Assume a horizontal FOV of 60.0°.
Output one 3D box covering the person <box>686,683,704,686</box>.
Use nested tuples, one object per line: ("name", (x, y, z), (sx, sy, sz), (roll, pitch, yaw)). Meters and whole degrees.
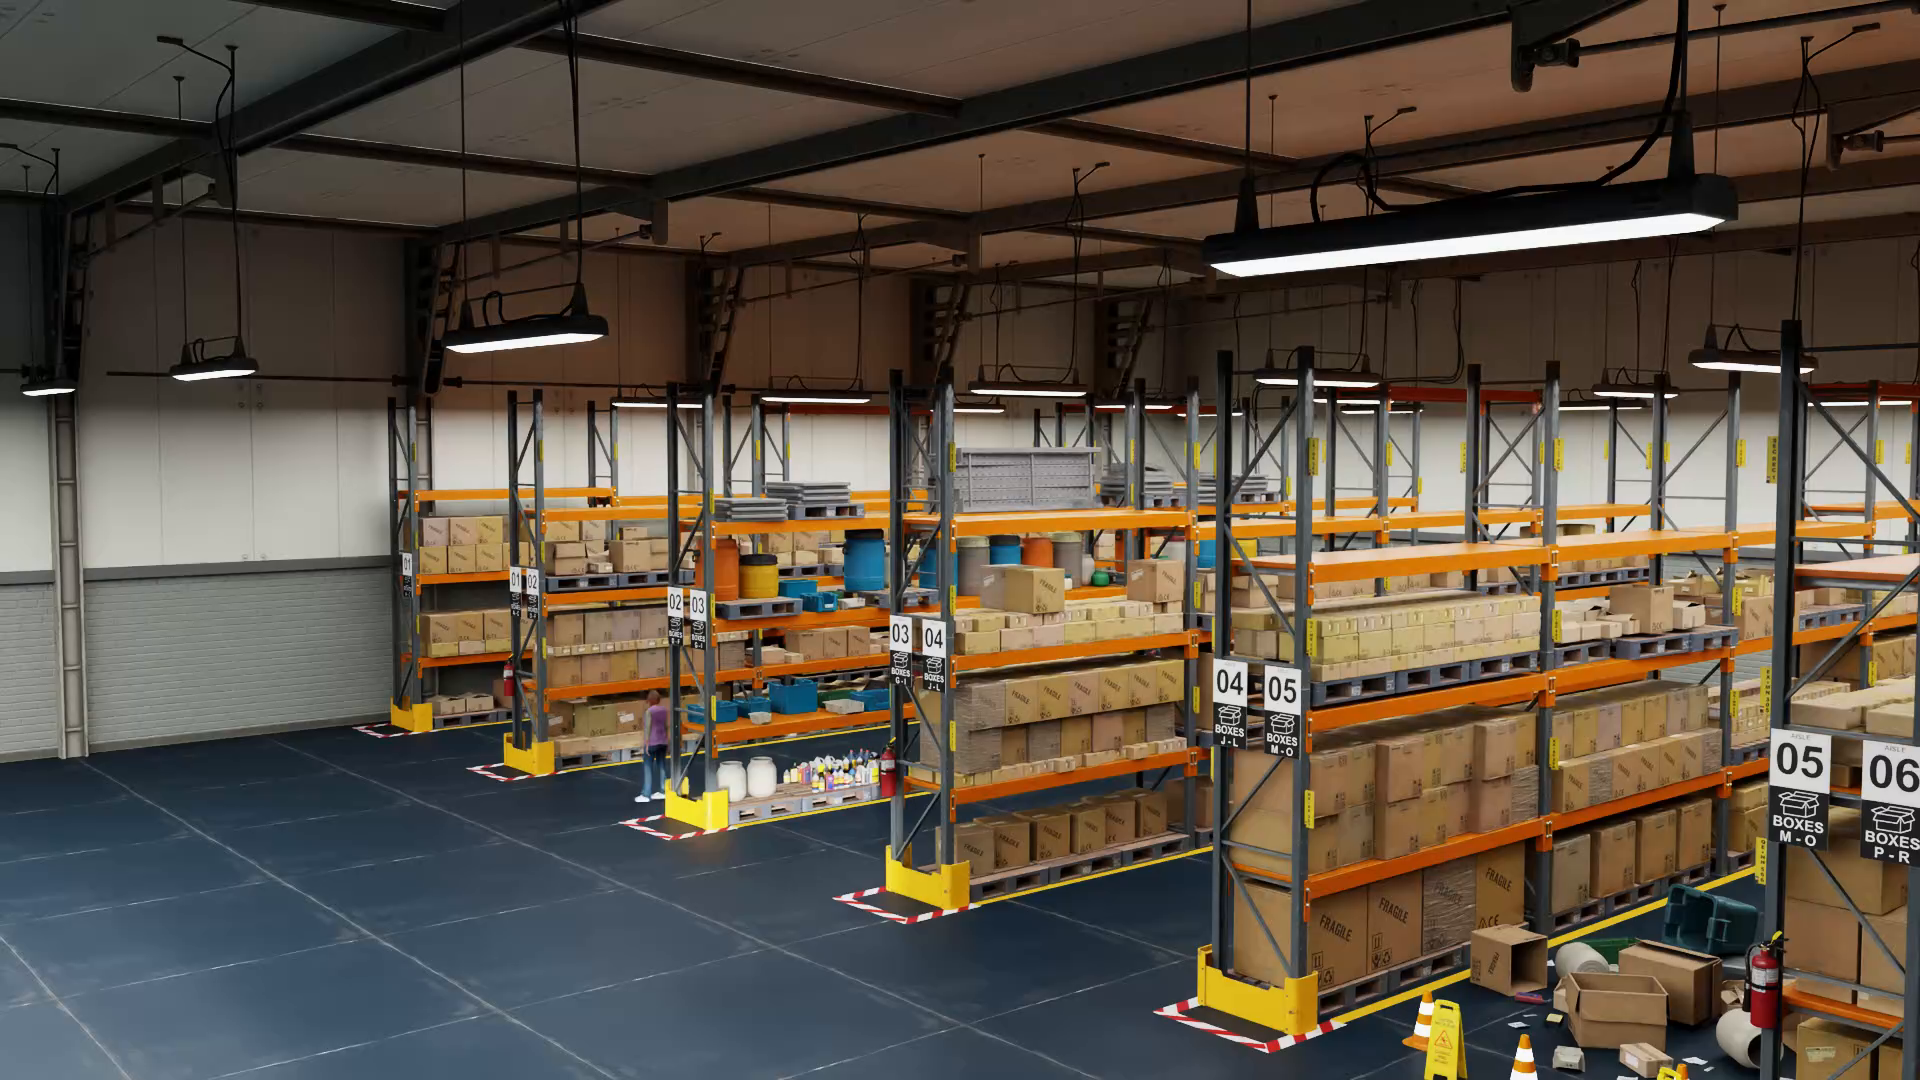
("person", (-5.119, 2.433, 31.940), (0.610, 1.830, 0.462), (-2, 4, -29))

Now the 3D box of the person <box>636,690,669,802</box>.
("person", (-4.415, 2.964, 23.975), (0.363, 1.592, 0.500), (3, 4, 39))
